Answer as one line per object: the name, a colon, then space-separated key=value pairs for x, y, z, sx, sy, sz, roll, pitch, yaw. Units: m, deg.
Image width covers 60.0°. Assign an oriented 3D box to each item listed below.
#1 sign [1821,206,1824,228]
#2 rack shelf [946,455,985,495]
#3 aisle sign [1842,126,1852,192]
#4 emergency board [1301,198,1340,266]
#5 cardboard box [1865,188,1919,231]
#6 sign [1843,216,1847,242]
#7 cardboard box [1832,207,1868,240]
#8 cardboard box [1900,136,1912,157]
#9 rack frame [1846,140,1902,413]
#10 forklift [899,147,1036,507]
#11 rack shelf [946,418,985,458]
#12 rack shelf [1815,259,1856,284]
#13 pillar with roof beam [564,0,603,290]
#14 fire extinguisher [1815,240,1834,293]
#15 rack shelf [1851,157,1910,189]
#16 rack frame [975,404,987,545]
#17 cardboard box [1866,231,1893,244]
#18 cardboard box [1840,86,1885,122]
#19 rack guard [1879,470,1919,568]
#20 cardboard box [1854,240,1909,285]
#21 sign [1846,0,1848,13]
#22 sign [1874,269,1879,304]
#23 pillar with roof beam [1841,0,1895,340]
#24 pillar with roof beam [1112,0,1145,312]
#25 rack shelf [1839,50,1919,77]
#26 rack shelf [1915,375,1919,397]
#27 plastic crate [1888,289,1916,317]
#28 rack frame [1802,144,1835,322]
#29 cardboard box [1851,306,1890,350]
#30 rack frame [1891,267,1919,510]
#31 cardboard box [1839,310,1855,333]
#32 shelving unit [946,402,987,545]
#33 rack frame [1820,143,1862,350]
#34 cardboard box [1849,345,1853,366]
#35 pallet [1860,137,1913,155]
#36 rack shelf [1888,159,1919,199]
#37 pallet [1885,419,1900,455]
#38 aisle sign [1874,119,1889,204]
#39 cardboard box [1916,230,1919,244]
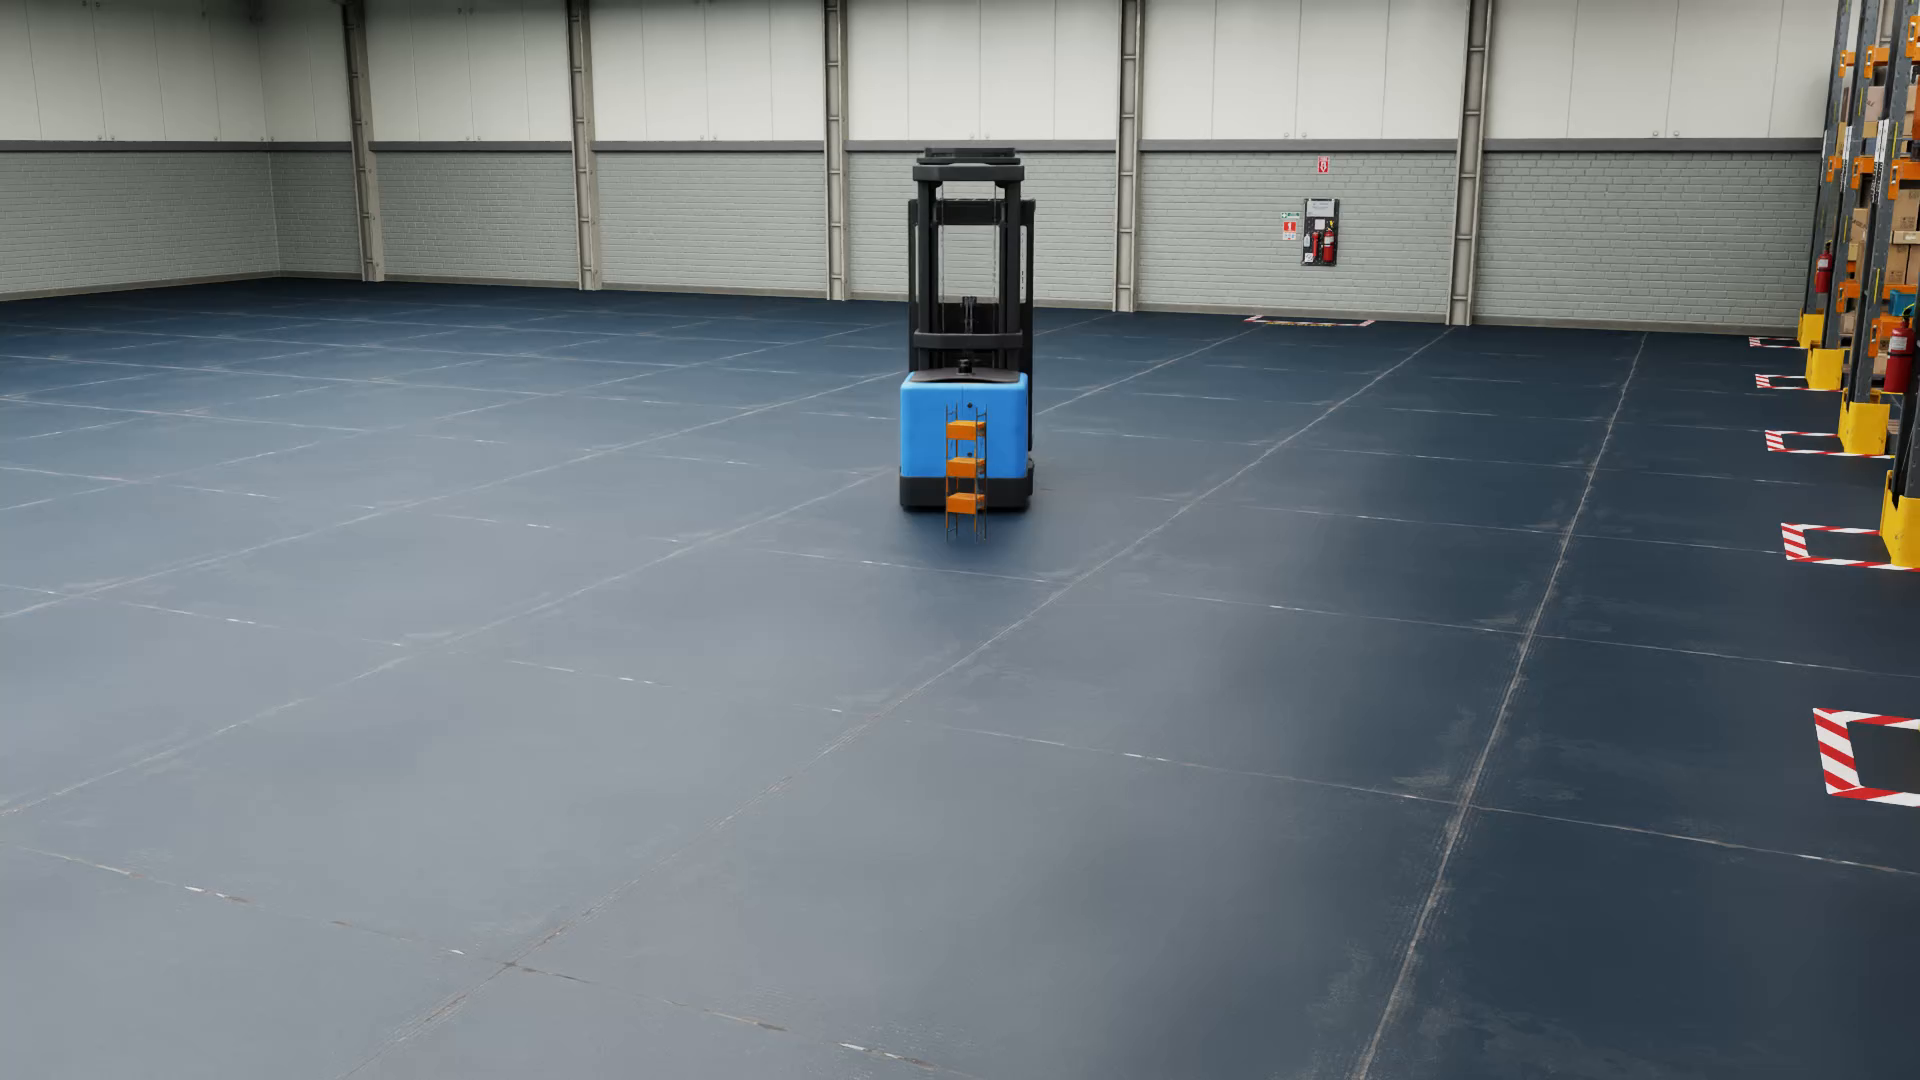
sign: x=12.830 y=-4.798 z=24.741 sx=0.005 sy=0.325 sz=0.100 roll=6 pitch=14 yaw=23
rack shelf: x=0.049 y=-0.496 z=12.616 sx=0.240 sy=0.259 sz=0.215 roll=6 pitch=14 yaw=23
aisle sign: x=10.863 y=-4.662 z=20.368 sx=0.004 sy=0.787 sz=0.394 roll=6 pitch=14 yaw=23
emergency board: x=6.311 y=-5.397 z=29.191 sx=0.643 sy=1.169 sz=0.194 roll=6 pitch=14 yaw=23
cardboard box: x=11.517 y=-4.084 z=20.536 sx=0.500 sy=0.500 sz=0.700 roll=6 pitch=14 yaw=23
sign: x=10.817 y=-3.799 z=20.312 sx=0.005 sy=0.325 sz=0.100 roll=6 pitch=14 yaw=23
cardboard box: x=13.567 y=-4.792 z=25.255 sx=0.500 sy=0.500 sz=0.500 roll=6 pitch=14 yaw=23
cardboard box: x=13.731 y=-5.868 z=24.368 sx=0.500 sy=0.500 sz=0.500 roll=7 pitch=15 yaw=27
rack frame: x=9.037 y=-2.420 z=16.504 sx=0.127 sy=3.000 sz=1.000 roll=6 pitch=14 yaw=23
forklift: x=0.110 y=-1.976 z=14.760 sx=1.130 sy=2.935 sz=3.031 roll=1 pitch=13 yaw=3
rack shelf: x=0.049 y=-0.772 z=12.551 sx=0.240 sy=0.259 sz=0.215 roll=6 pitch=14 yaw=23
rack shelf: x=14.879 y=-3.954 z=24.616 sx=4.000 sy=0.370 sz=1.077 roll=6 pitch=14 yaw=23
pillar with roof beam: x=-9.646 y=-8.848 z=30.763 sx=0.400 sy=9.000 sz=9.100 roll=6 pitch=14 yaw=23
fire extinguisher: x=11.127 y=-3.525 z=21.381 sx=0.183 sy=0.674 sz=0.296 roll=6 pitch=14 yaw=23
rack shelf: x=12.876 y=-4.380 z=19.862 sx=4.000 sy=0.370 sz=1.077 roll=6 pitch=14 yaw=23
rack frame: x=0.160 y=-0.495 z=12.566 sx=0.008 sy=1.050 sz=0.200 roll=6 pitch=14 yaw=23
cardboard box: x=11.319 y=-3.738 z=20.480 sx=0.250 sy=0.149 sz=0.380 roll=6 pitch=14 yaw=23
cardboard box: x=13.304 y=-6.409 z=24.484 sx=0.500 sy=0.500 sz=0.500 roll=5 pitch=14 yaw=19
rack guard: x=7.101 y=-0.162 z=12.351 sx=0.348 sy=0.500 sz=1.175 roll=6 pitch=14 yaw=23
cardboard box: x=11.469 y=-3.458 z=20.705 sx=0.500 sy=0.500 sz=0.700 roll=6 pitch=14 yaw=23
sign: x=12.830 y=-7.790 z=24.038 sx=0.005 sy=0.325 sz=0.100 roll=6 pitch=14 yaw=23
sign: x=8.810 y=-2.441 z=15.984 sx=0.005 sy=0.325 sz=0.100 roll=6 pitch=14 yaw=23
pillar with roof beam: x=12.297 y=-6.627 z=21.299 sx=0.400 sy=9.000 sz=9.100 roll=6 pitch=14 yaw=23
pillar with roof beam: x=1.325 y=-7.737 z=26.031 sx=0.400 sy=9.000 sz=9.100 roll=6 pitch=14 yaw=23
rack shelf: x=14.879 y=-6.874 z=23.931 sx=4.000 sy=0.370 sz=1.077 roll=6 pitch=14 yaw=23
rack shelf: x=8.860 y=-0.851 z=11.389 sx=4.000 sy=0.370 sz=1.077 roll=6 pitch=14 yaw=23
plastic crate: x=9.616 y=-2.364 z=16.590 sx=0.616 sy=0.251 sz=0.499 roll=6 pitch=14 yaw=23
rack frame: x=13.050 y=-4.490 z=25.323 sx=0.127 sy=3.000 sz=1.000 roll=6 pitch=14 yaw=23
cardboard box: x=11.658 y=-2.698 z=21.146 sx=0.500 sy=0.500 sz=0.500 roll=6 pitch=14 yaw=23
rack frame: x=7.031 y=-1.386 z=12.095 sx=0.127 sy=3.000 sz=1.000 roll=6 pitch=14 yaw=23
cardboard box: x=13.646 y=-3.312 z=25.226 sx=0.500 sy=0.311 sz=0.500 roll=4 pitch=14 yaw=17
shelving unit: x=0.049 y=-0.506 z=12.614 sx=0.252 sy=1.050 sz=0.215 roll=6 pitch=14 yaw=23
rack frame: x=11.047 y=-3.455 z=20.912 sx=0.127 sy=3.000 sz=1.000 roll=6 pitch=14 yaw=23
cardboard box: x=11.657 y=-2.333 z=21.229 sx=0.500 sy=0.250 sz=0.500 roll=6 pitch=14 yaw=23
pallet: x=11.683 y=-4.801 z=20.277 sx=1.213 sy=0.211 sz=1.003 roll=6 pitch=14 yaw=23
rack shelf: x=10.866 y=-3.346 z=15.455 sx=4.000 sy=0.370 sz=1.077 roll=6 pitch=14 yaw=23
pallet: x=9.866 y=-0.989 z=16.509 sx=1.213 sy=0.211 sz=1.003 roll=6 pitch=14 yaw=23
aisle sign: x=8.853 y=-3.632 z=15.975 sx=0.004 sy=0.787 sz=0.394 roll=6 pitch=14 yaw=23
cardboard box: x=11.789 y=-3.691 z=20.278 sx=0.250 sy=0.149 sz=0.380 roll=6 pitch=14 yaw=23
